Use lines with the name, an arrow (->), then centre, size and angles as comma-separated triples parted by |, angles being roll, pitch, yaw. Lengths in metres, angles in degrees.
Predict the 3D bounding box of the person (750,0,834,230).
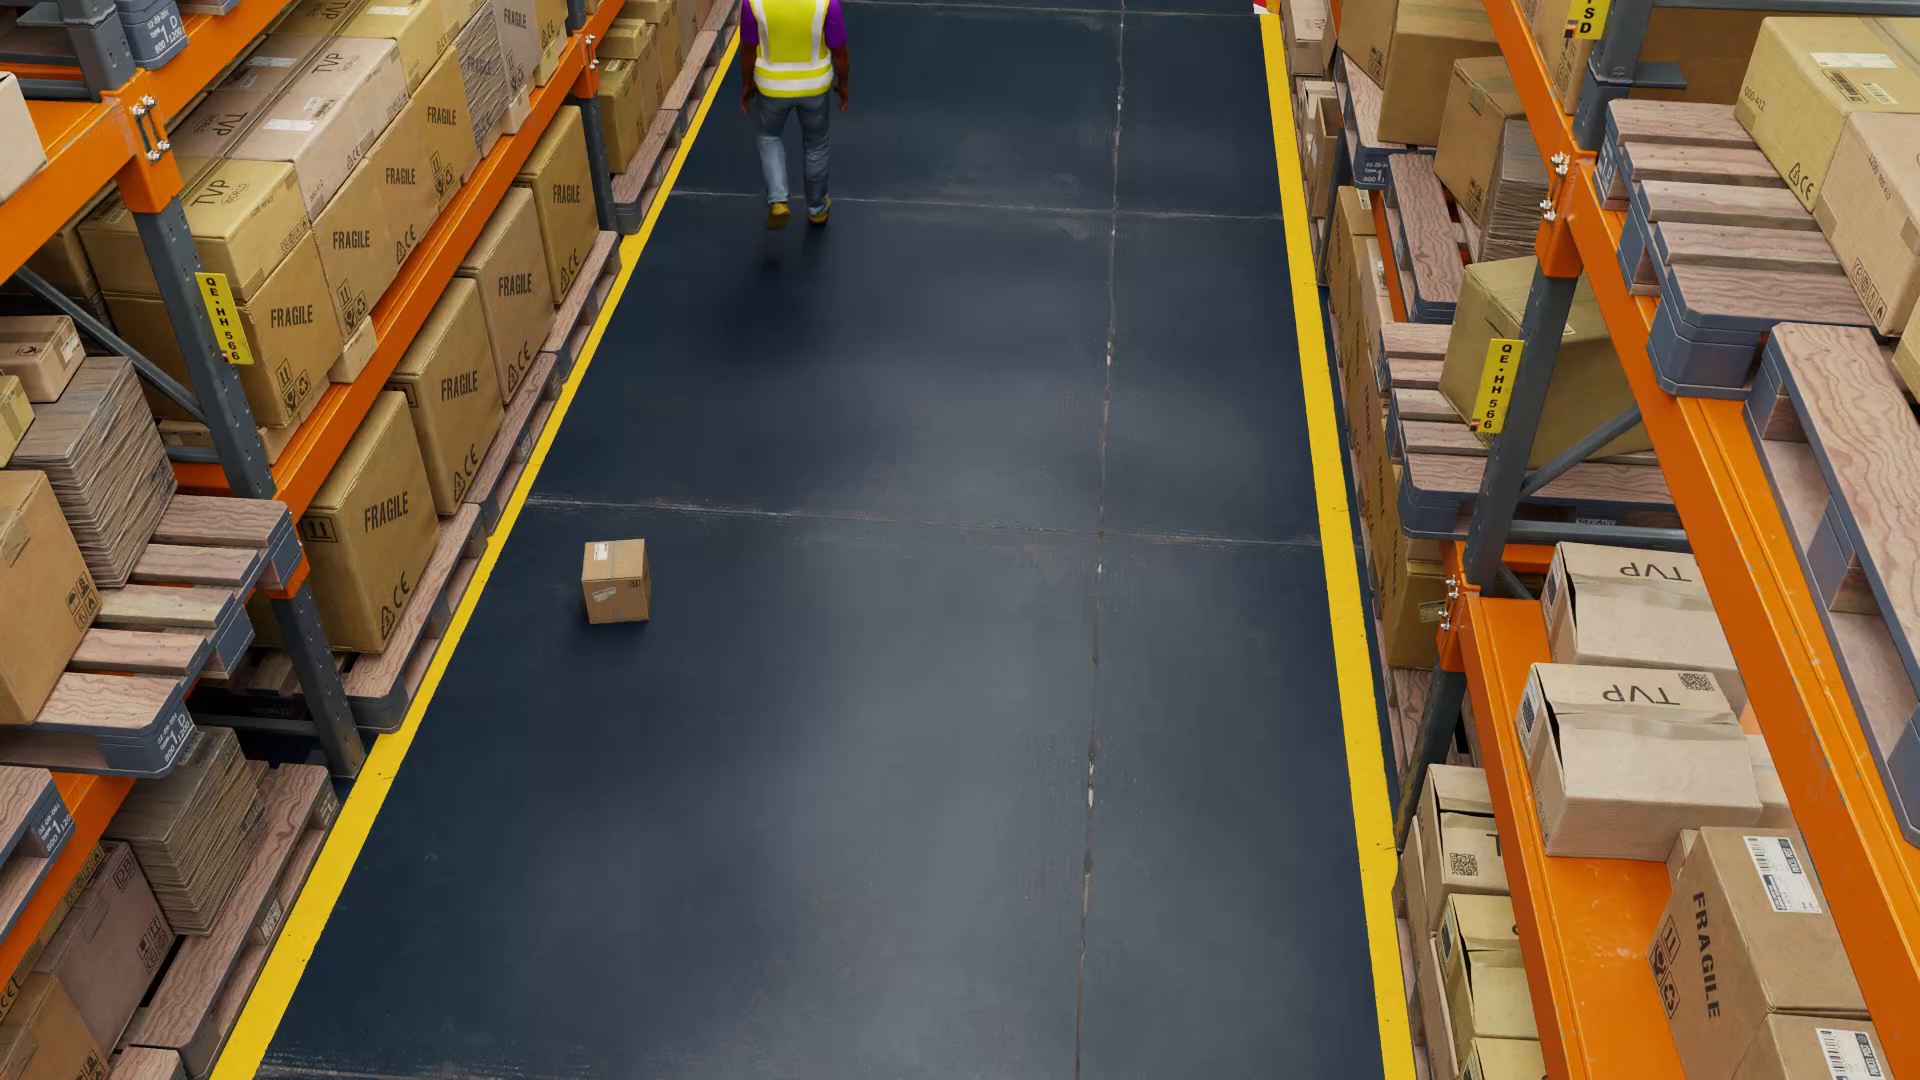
person -> 7.463, 1.371, 3.357 | 16.314, 3.168, 15.423 | -2, 40, -3
